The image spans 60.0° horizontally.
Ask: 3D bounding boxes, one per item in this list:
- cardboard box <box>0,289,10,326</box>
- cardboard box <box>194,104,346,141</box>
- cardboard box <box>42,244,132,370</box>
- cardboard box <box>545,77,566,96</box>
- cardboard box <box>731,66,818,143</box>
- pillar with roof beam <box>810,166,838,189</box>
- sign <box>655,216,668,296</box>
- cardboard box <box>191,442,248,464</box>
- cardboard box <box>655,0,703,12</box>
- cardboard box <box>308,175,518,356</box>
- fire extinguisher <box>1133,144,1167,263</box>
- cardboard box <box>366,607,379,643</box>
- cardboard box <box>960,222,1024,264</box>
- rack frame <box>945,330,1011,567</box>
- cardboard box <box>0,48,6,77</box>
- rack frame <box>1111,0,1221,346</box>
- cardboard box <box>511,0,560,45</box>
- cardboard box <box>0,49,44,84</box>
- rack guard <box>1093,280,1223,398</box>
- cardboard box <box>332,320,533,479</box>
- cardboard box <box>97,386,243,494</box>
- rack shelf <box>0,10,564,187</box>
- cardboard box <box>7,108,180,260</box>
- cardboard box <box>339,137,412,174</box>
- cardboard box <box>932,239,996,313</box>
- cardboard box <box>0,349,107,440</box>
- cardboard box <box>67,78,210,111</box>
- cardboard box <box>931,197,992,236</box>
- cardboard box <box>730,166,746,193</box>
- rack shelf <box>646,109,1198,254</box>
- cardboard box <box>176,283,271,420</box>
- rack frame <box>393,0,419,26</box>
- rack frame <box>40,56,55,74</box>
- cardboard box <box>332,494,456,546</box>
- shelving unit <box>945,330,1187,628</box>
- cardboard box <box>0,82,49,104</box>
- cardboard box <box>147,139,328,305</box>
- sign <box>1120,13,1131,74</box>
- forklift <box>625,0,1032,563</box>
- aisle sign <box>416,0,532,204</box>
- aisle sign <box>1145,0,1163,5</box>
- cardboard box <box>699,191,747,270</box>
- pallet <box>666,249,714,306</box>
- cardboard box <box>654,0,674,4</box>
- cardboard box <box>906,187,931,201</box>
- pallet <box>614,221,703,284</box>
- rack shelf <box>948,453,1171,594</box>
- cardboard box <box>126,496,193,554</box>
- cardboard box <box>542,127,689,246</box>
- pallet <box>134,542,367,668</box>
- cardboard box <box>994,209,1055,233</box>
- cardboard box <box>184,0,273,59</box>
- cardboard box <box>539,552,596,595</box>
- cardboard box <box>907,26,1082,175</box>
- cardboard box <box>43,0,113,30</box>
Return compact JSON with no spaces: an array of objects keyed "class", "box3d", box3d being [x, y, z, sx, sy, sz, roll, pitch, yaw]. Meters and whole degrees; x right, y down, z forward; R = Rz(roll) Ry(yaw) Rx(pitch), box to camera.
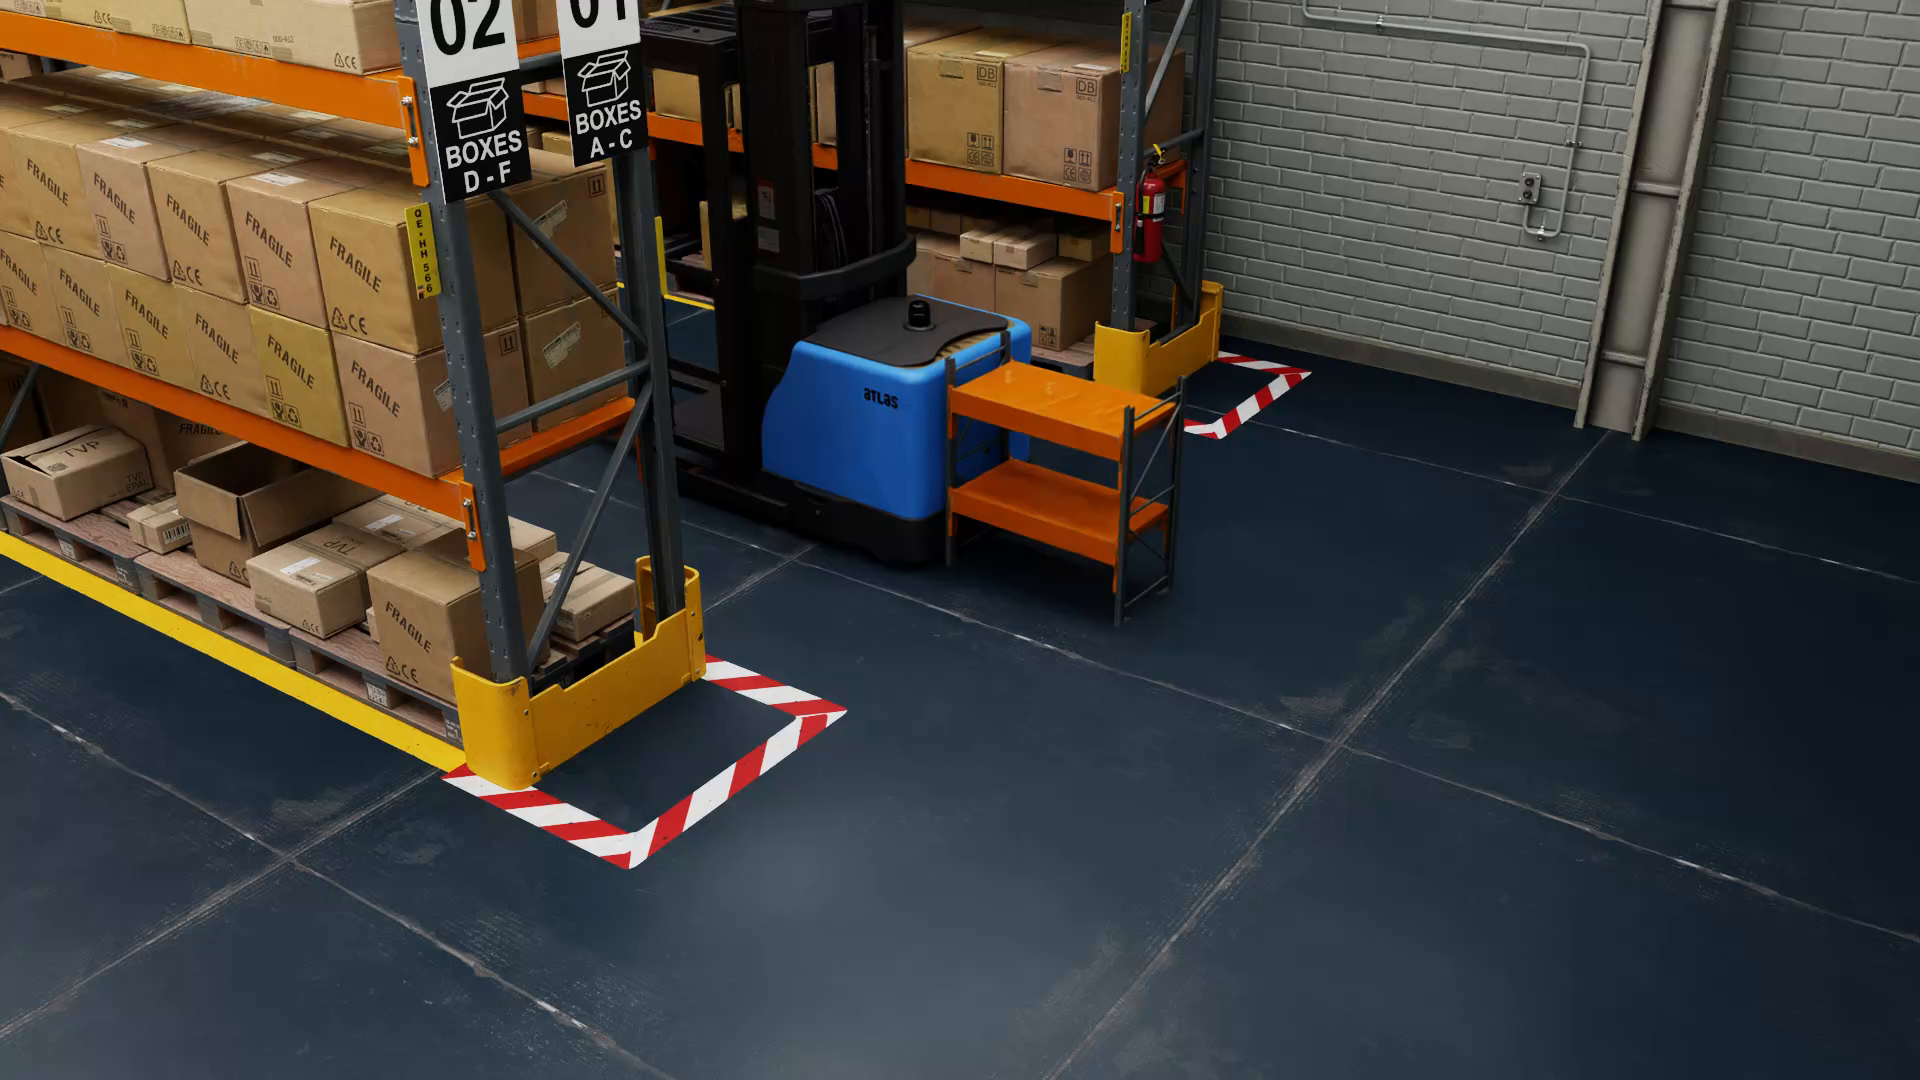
[{"class":"cardboard box","box3d":[-4.570,-1.389,8.062,0.500,0.500,0.500,18,32,32]},{"class":"cardboard box","box3d":[-3.019,-1.645,7.462,0.500,0.500,0.500,17,32,30]},{"class":"cardboard box","box3d":[-3.735,-1.130,7.552,0.500,0.500,0.500,17,32,30]},{"class":"cardboard box","box3d":[-2.882,-3.448,12.472,0.250,0.149,0.380,18,32,32]},{"class":"cardboard box","box3d":[-0.997,-3.229,11.457,0.700,0.700,0.980,16,31,29]},{"class":"pillar with roof beam","box3d":[-3.404,-4.638,7.942,0.400,9.000,9.100,17,32,30]},{"class":"sign","box3d":[-1.231,-1.139,6.726,0.005,0.325,0.100,17,32,30]},{"class":"cardboard box","box3d":[-3.587,-0.342,8.595,0.500,0.311,0.500,17,32,30]},{"class":"cardboard box","box3d":[-2.270,-3.829,12.506,0.500,0.500,0.500,16,31,29]},{"class":"cardboard box","box3d":[-2.061,-1.052,6.297,0.500,0.500,0.500,17,32,30]},{"class":"fire extinguisher","box3d":[1.126,-1.991,9.852,0.183,0.674,0.296,17,32,30]},{"class":"cardboard box","box3d":[-2.409,0.331,7.431,0.250,0.166,0.380,17,32,30]},{"class":"cardboard box","box3d":[0.210,-1.938,10.829,0.250,0.149,0.380,18,32,32]},{"class":"rack frame","box3d":[0.091,-0.457,8.408,0.032,1.125,0.500,19,33,33]},{"class":"cardboard box","box3d":[-10.360,-5.029,17.596,0.500,0.500,0.700,15,31,27]},{"class":"rack frame","box3d":[1.263,-2.403,10.165,0.127,3.000,1.000,17,32,30]},{"class":"cardboard box","box3d":[-1.818,-2.047,6.324,0.500,0.250,0.500,17,32,30]},{"class":"cardboard box","box3d":[-9.506,-4.818,17.182,0.500,0.500,0.500,15,30,27]},{"class":"rack guard","box3d":[1.283,-1.283,10.720,0.348,0.500,1.175,17,32,30]},{"class":"cardboard box","box3d":[-2.062,-0.608,6.527,0.500,0.500,0.500,18,32,32]},{"class":"cardboard box","box3d":[-4.205,-0.619,8.931,0.500,0.500,0.500,17,32,30]},{"class":"rack shelf","box3d":[-3.187,-2.080,7.016,4.000,0.370,1.077,17,32,30]},{"class":"cardboard box","box3d":[-3.757,-1.577,7.329,0.500,0.500,0.500,16,31,29]},{"class":"cardboard box","box3d":[-2.190,-1.384,6.950,0.500,0.500,0.500,18,32,31]},{"class":"cardboard box","box3d":[0.217,-1.747,11.169,0.500,0.500,0.700,17,32,30]},{"class":"cardboard box","box3d":[-5.096,-0.875,9.433,0.500,0.500,0.500,16,31,28]},{"class":"cardboard box","box3d":[-3.848,-1.904,7.971,0.500,0.500,0.500,17,31,29]},{"class":"cardboard box","box3d":[0.012,-2.210,11.363,0.250,0.149,0.380,18,32,31]},{"class":"cardboard box","box3d":[-1.483,-2.674,12.274,0.250,0.149,0.380,17,32,30]},{"class":"rack shelf","box3d":[-0.385,-2.596,11.337,4.000,0.370,1.077,17,32,30]},{"class":"cardboard box","box3d":[-2.899,-0.870,7.042,0.500,0.500,0.500,18,32,31]},{"class":"rack frame","box3d":[-1.538,-3.224,5.163,0.127,3.000,1.000,17,32,30]},{"class":"rack frame","box3d":[-8.628,-5.485,16.220,0.127,3.000,1.000,17,32,30]},{"class":"cardboard box","box3d":[-2.650,-0.023,8.035,0.500,0.250,0.500,17,32,30]},{"class":"shelving unit","box3d":[0.495,-0.317,8.132,1.048,1.125,0.538,19,33,33]},{"class":"cardboard box","box3d":[-4.606,-1.841,7.849,0.500,0.500,0.500,18,32,32]},{"class":"cardboard box","box3d":[-2.908,-1.313,6.810,0.500,0.500,0.500,18,32,32]},{"class":"sign","box3d":[0.945,-2.826,9.457,0.005,0.325,0.100,17,32,30]},{"class":"forklift","box3d":[-1.091,-1.714,8.886,3.031,2.935,1.130,19,33,33]},{"class":"aisle sign","box3d":[-1.655,-1.577,5.675,0.004,0.787,0.394,17,32,30]},{"class":"aisle sign","box3d":[1.153,-3.431,9.319,0.004,0.787,0.394,17,32,30]},{"class":"cardboard box","box3d":[-1.475,-2.273,12.202,0.500,0.500,0.700,18,32,31]},{"class":"pallet","box3d":[-1.451,-1.963,12.375,1.213,0.211,1.003,17,32,30]},{"class":"cardboard box","box3d":[-2.266,-4.166,12.342,0.500,0.250,0.500,18,32,32]},{"class":"cardboard box","box3d":[-0.408,-2.341,11.620,0.250,0.149,0.380,17,31,29]},{"class":"pallet","box3d":[-2.713,-2.358,13.150,1.213,0.211,1.003,17,32,30]},{"class":"rack shelf","box3d":[0.495,-0.099,8.243,1.000,0.278,0.538,19,33,33]},{"class":"cardboard box","box3d":[-3.893,-0.104,8.285,0.250,0.166,0.380,17,32,30]},{"class":"cardboard box","box3d":[-2.643,-2.778,12.808,0.750,0.750,0.750,18,32,31]},{"class":"pallet","box3d":[-3.260,0.155,8.213,1.213,0.211,1.003,17,32,30]},{"class":"cardboard box","box3d":[0.428,-2.080,11.108,0.250,0.149,0.380,17,32,30]},{"class":"cardboard box","box3d":[-2.517,-1.986,6.204,0.500,0.250,0.500,17,32,30]},{"class":"cardboard box","box3d":[-1.895,0.216,7.657,0.250,0.166,0.380,17,32,30]},{"class":"cardboard box","box3d":[0.231,-2.847,10.706,0.700,0.700,0.980,17,32,30]},{"class":"cardboard box","box3d":[-3.339,-2.244,6.711,0.500,0.250,0.500,17,32,30]}]
